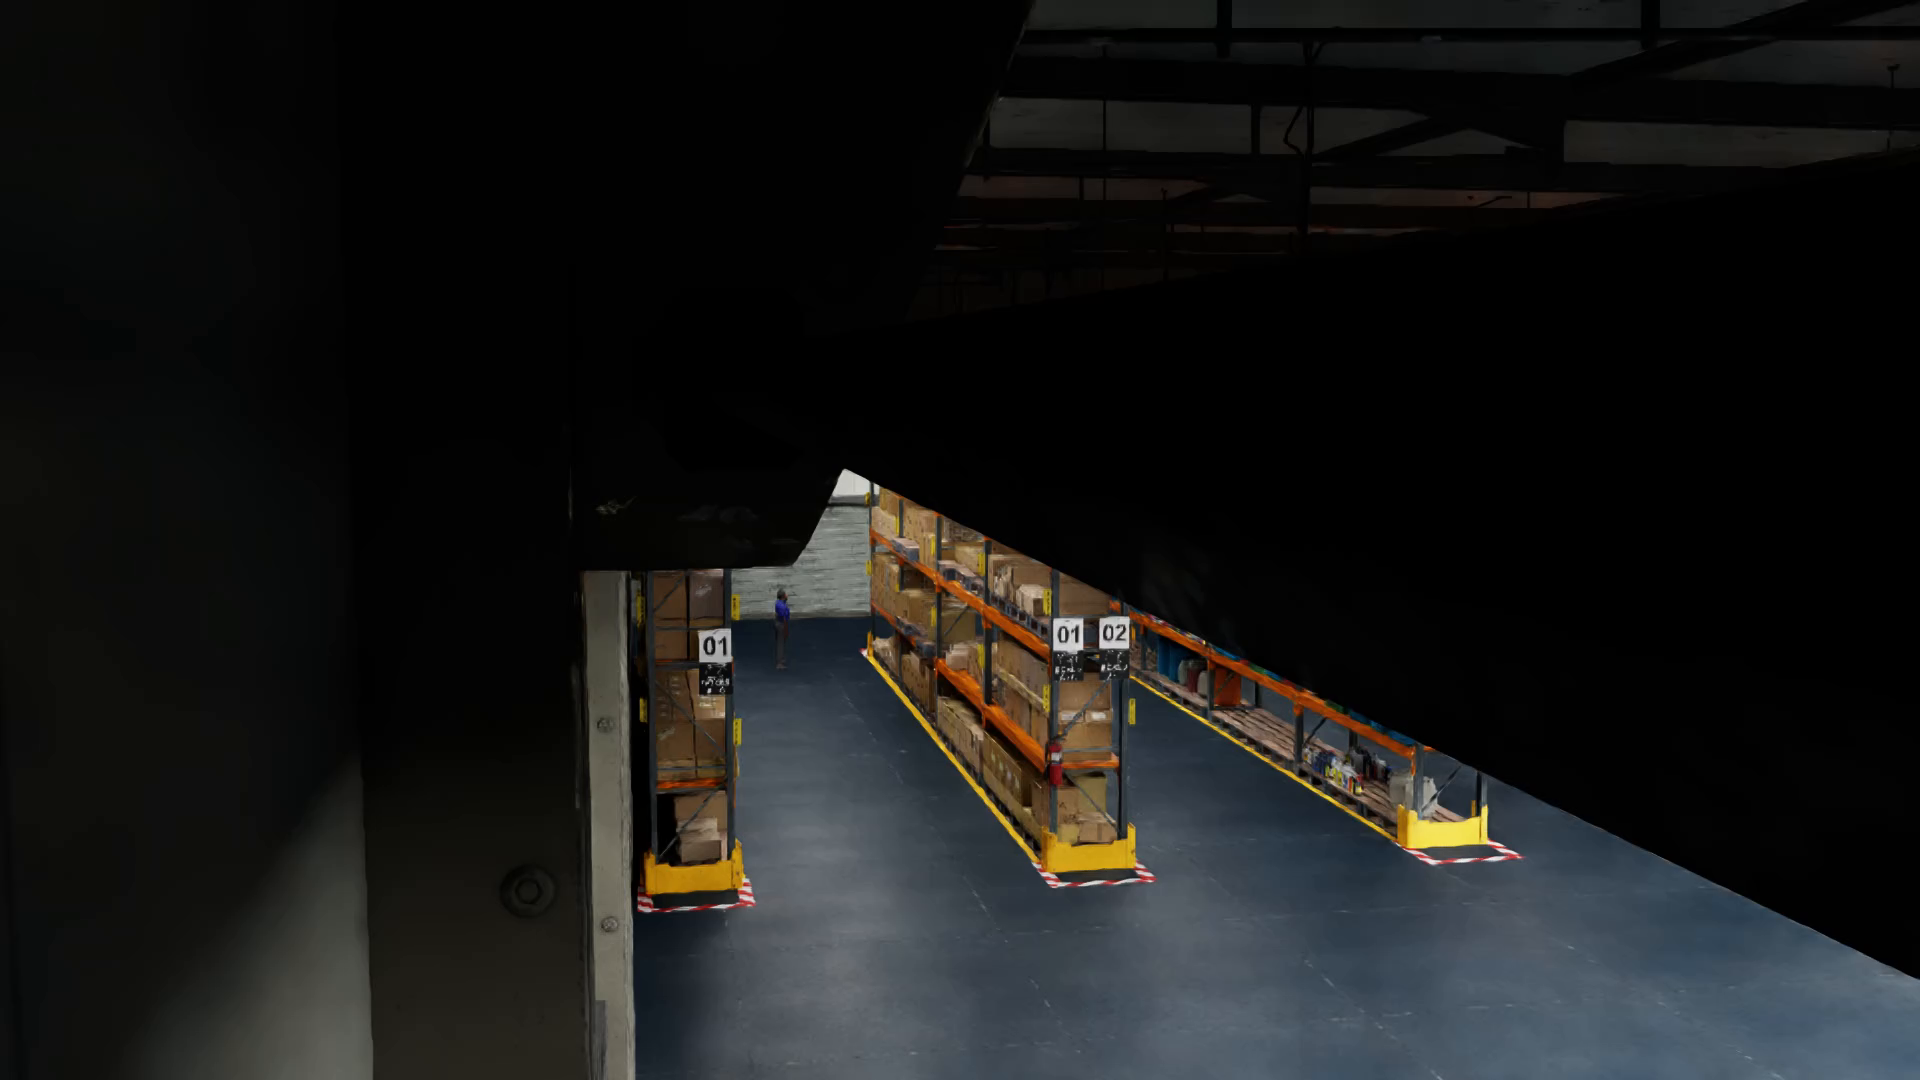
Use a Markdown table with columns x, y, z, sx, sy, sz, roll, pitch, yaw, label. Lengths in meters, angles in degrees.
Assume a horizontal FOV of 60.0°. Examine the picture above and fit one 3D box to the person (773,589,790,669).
| x | y | z | sx | sy | sz | roll | pitch | yaw | label |
| --- | --- | --- | --- | --- | --- | --- | --- | --- | --- |
| -3.742 | 1.847 | 34.904 | 0.371 | 1.665 | 0.606 | -2 | 6 | -20 | person |
